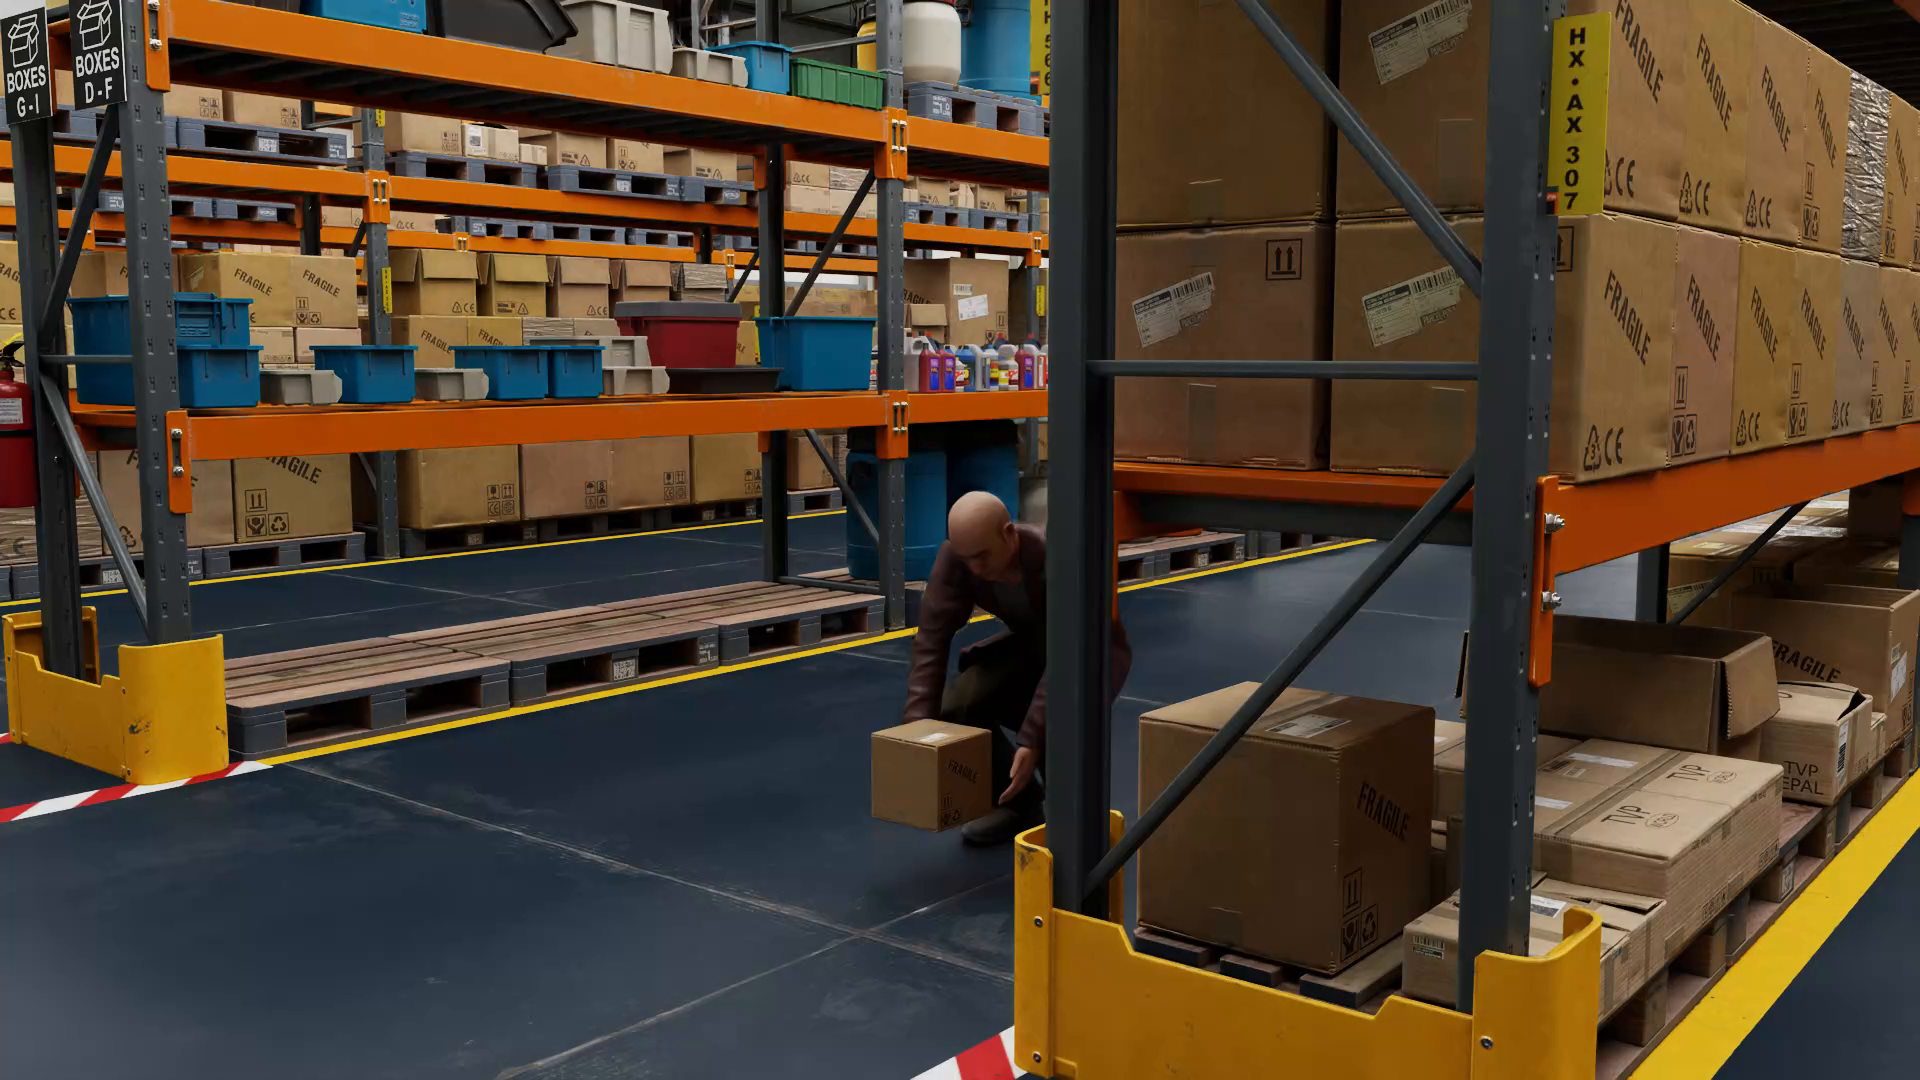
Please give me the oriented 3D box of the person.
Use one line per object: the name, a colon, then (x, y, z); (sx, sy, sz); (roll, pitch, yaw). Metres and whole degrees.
person: (0.211, 0.398, 5.106); (0.620, 1.144, 0.852); (5, 8, 38)
